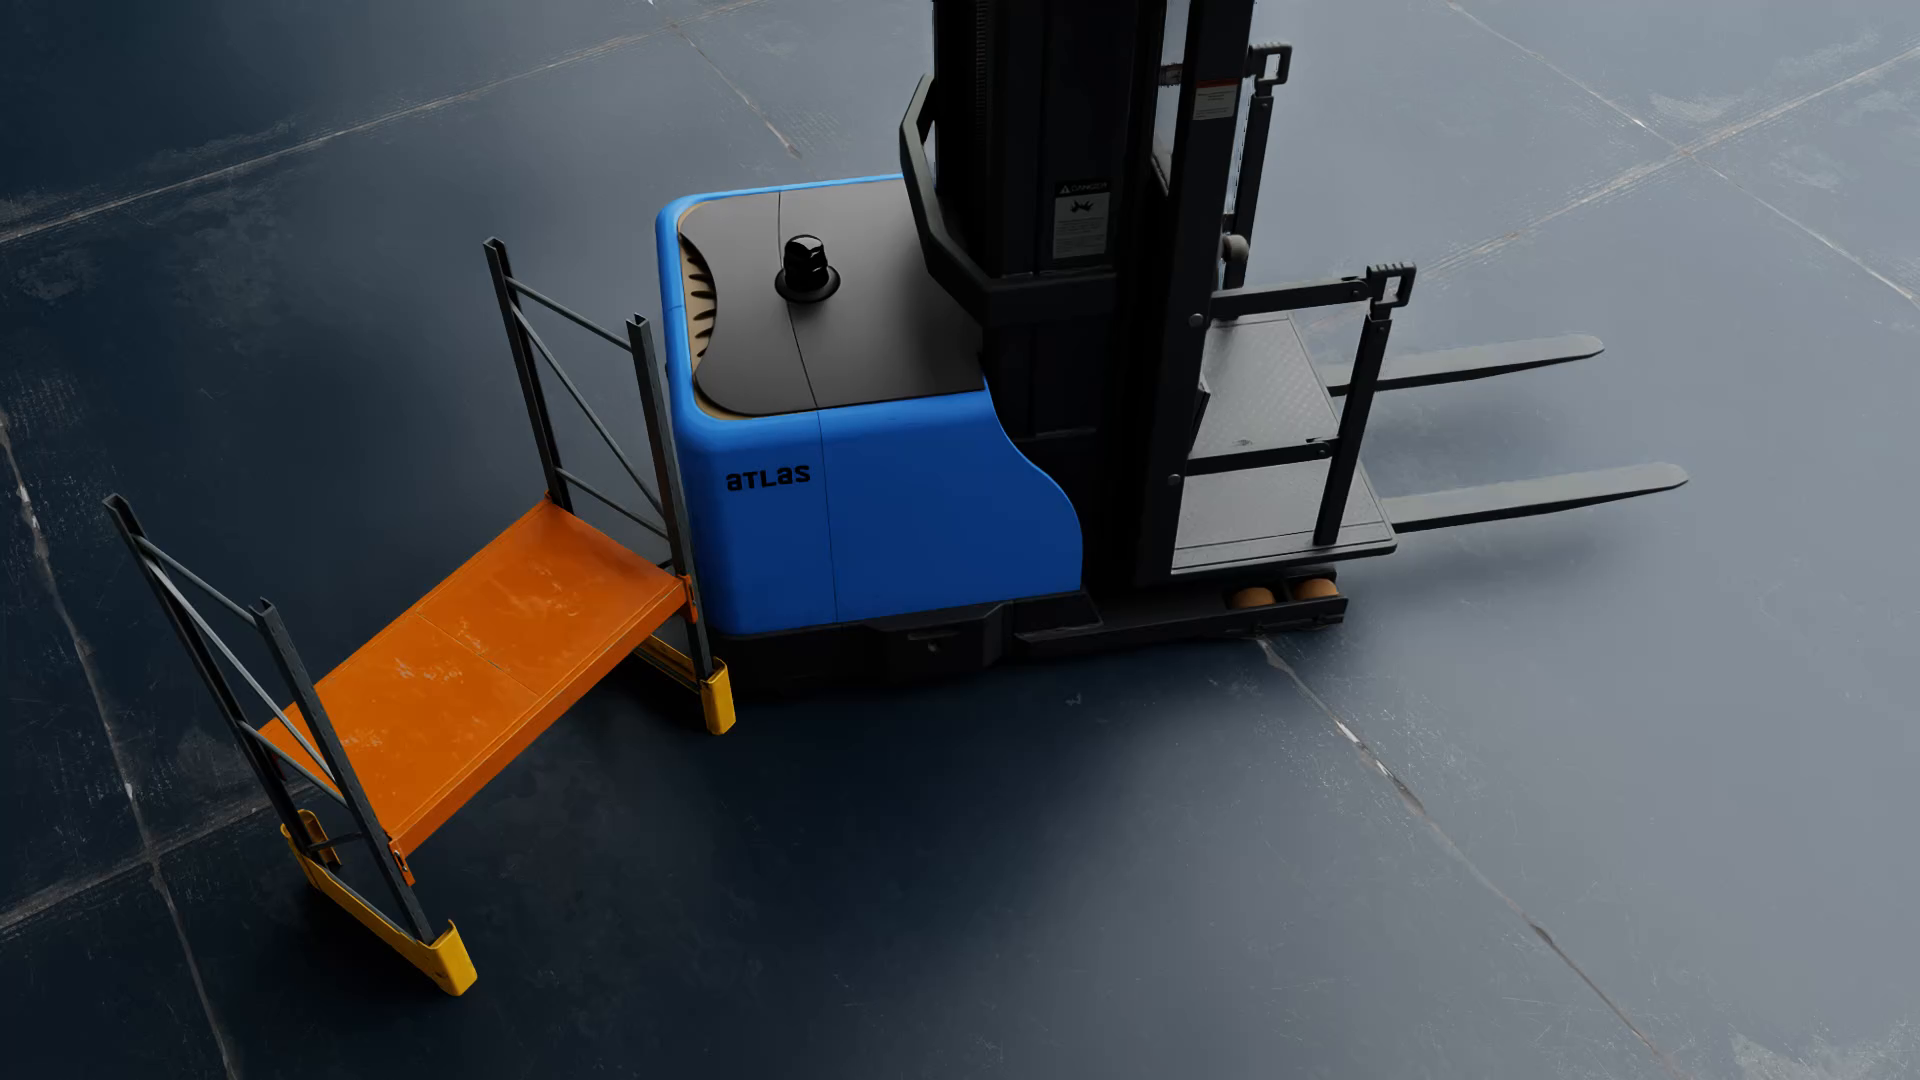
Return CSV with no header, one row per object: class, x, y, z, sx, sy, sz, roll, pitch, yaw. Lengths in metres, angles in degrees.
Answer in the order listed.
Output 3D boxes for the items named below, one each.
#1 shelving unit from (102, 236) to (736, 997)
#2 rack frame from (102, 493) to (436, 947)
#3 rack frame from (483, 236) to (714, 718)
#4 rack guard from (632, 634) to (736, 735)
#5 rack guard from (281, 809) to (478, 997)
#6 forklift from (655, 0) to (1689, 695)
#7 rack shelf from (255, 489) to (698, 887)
shelving unit,-1.193,0.211,4.057,0.587,1.500,1.083,29,54,23
rack frame,-1.499,0.523,3.780,0.500,1.500,0.032,29,54,23
rack frame,-0.897,-0.089,4.325,0.500,1.500,0.032,29,54,23
rack guard,-0.898,0.327,4.791,0.587,0.250,0.087,29,54,23
rack guard,-1.488,0.927,4.257,0.587,0.250,0.087,29,54,23
forklift,0.698,-1.061,4.232,3.031,2.935,1.130,-8,49,-7
rack shelf,-1.198,0.337,4.187,0.538,0.185,1.000,29,54,23
